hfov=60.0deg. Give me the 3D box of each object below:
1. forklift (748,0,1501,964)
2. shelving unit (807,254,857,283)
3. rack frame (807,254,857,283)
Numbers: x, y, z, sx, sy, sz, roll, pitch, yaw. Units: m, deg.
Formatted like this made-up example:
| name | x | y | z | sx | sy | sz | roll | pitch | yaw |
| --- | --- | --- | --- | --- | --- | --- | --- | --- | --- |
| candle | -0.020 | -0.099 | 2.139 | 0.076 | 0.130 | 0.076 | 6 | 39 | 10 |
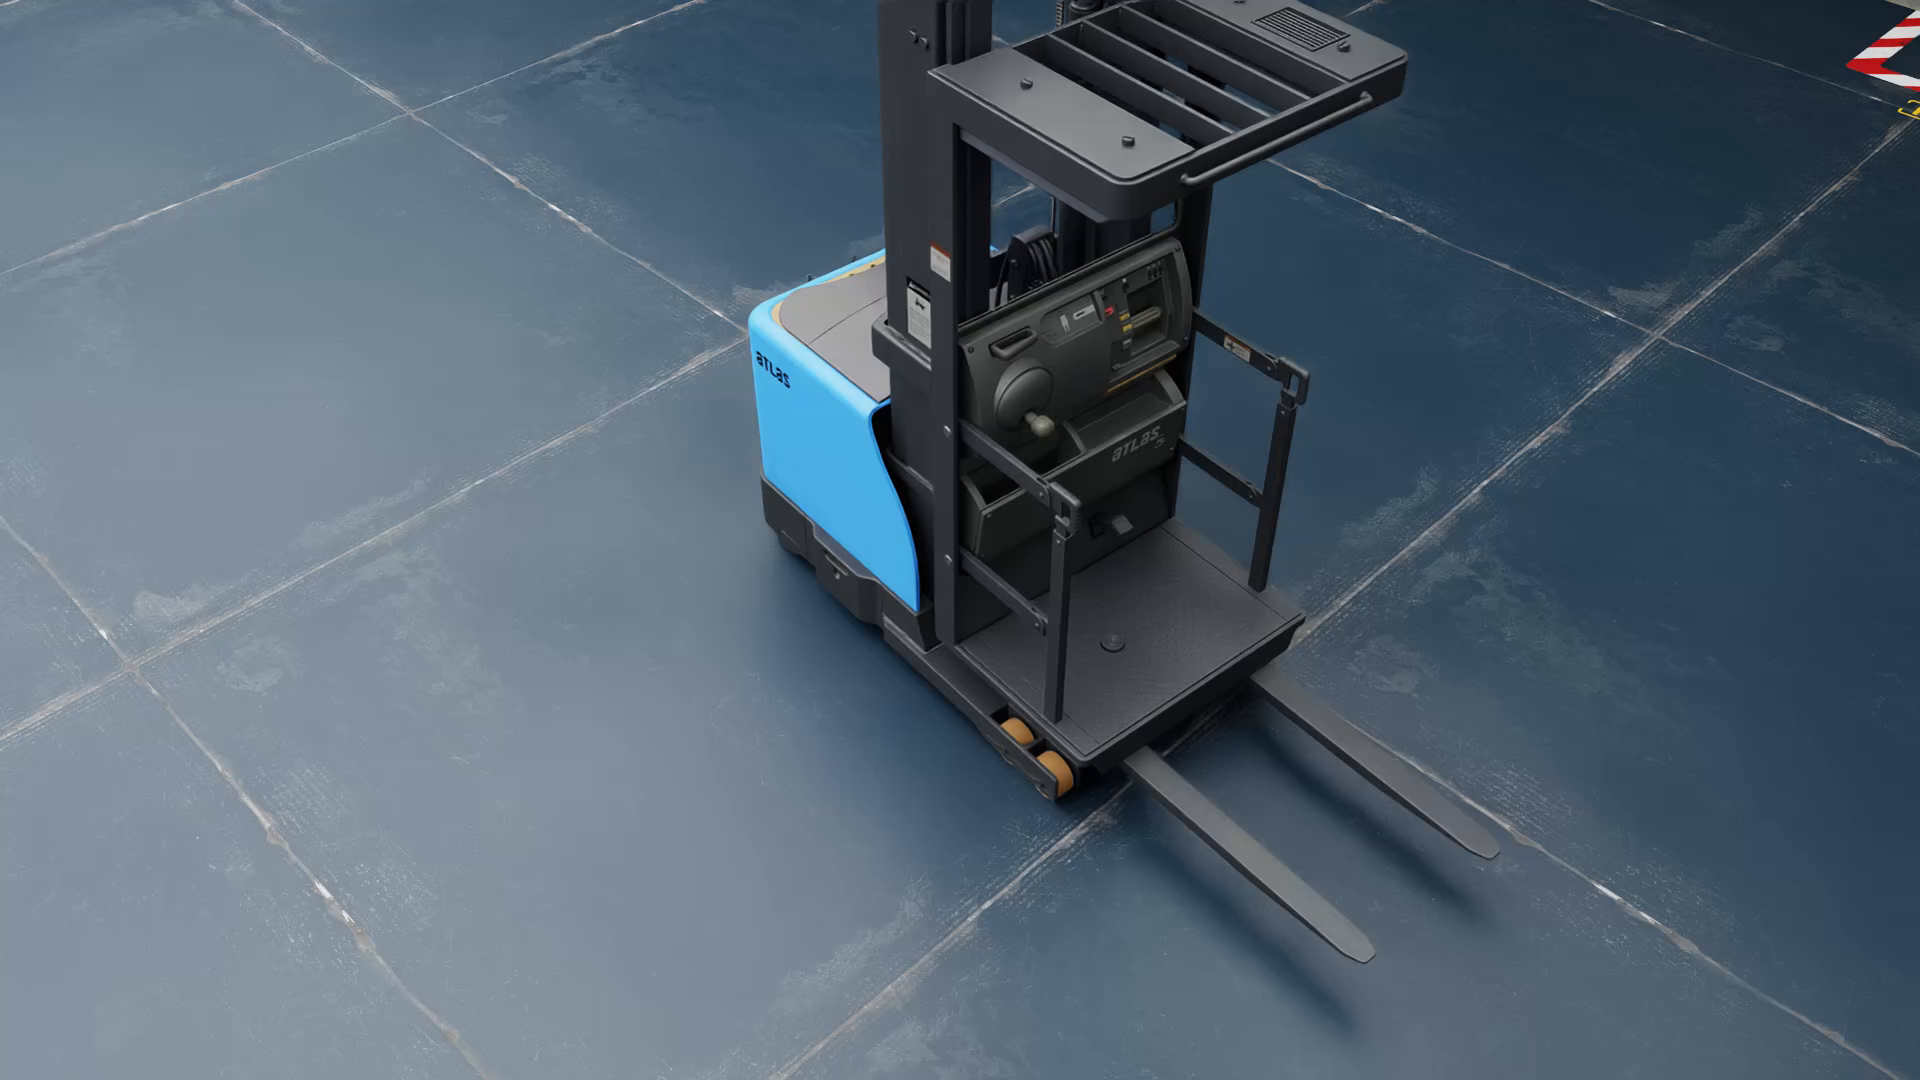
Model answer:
| name | x | y | z | sx | sy | sz | roll | pitch | yaw |
| --- | --- | --- | --- | --- | --- | --- | --- | --- | --- |
| forklift | 0.526 | -0.568 | 5.205 | 1.130 | 2.935 | 3.031 | -29 | 50 | -28 |
| shelving unit | -0.444 | -0.709 | 6.854 | 0.258 | 0.900 | 0.210 | -29 | 50 | -28 |
| rack frame | -0.509 | -0.762 | 6.912 | 0.240 | 0.900 | 0.006 | -29 | 50 | -28 |
